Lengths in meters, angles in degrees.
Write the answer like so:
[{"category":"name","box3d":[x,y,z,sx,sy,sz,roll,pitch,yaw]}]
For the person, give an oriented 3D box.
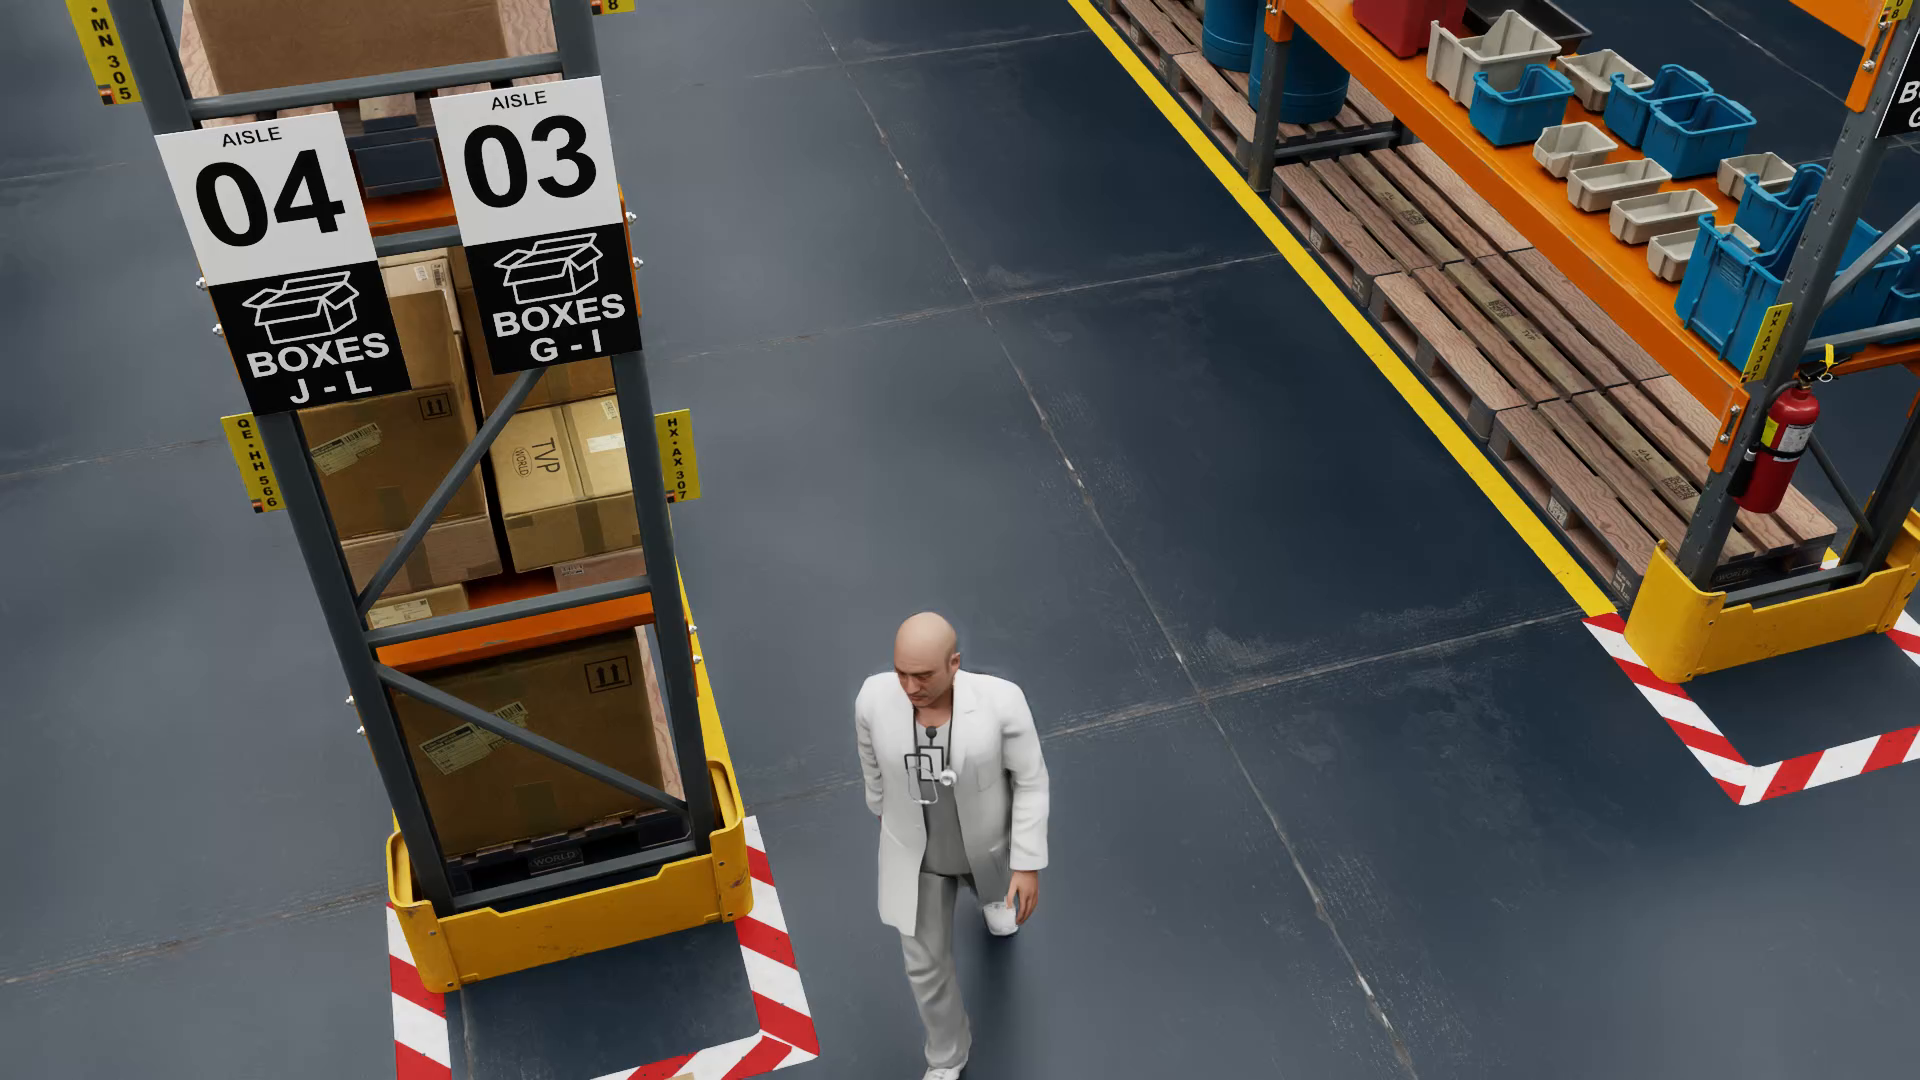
[{"category":"person","box3d":[-0.022,0.915,5.150,0.594,1.732,1.076,2,42,3]}]
